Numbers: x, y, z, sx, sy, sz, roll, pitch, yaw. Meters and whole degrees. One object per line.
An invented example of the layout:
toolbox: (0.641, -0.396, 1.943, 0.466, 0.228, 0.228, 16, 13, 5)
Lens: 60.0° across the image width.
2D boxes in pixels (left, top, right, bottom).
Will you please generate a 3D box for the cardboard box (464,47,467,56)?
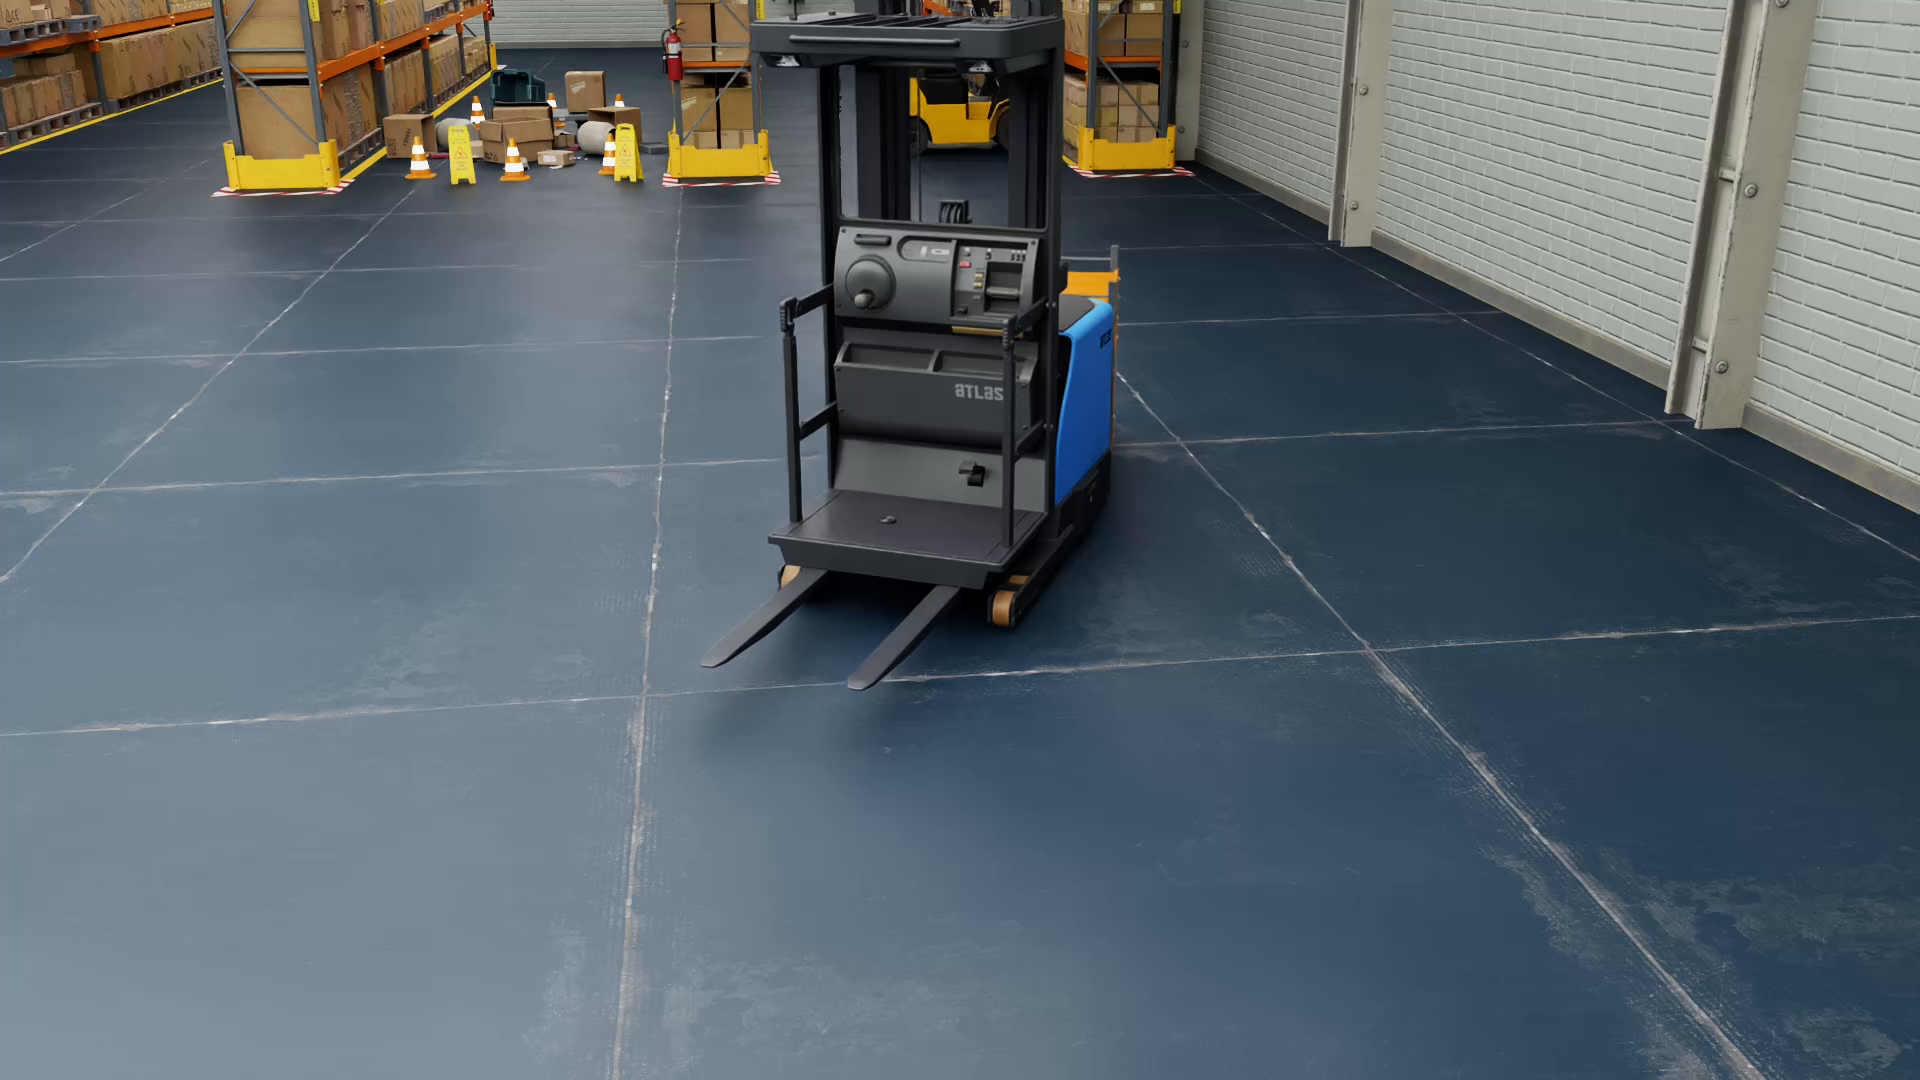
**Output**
cardboard box: (-9.304, -9.003, 30.657, 0.380, 0.149, 0.250, -2, 21, -5)

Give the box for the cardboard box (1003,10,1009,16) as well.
cardboard box: (0.938, -8.018, 25.610, 0.500, 0.250, 0.500, -2, 21, -6)

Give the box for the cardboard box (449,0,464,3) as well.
cardboard box: (-9.300, -10.005, 30.148, 0.500, 0.500, 0.500, -3, 21, -9)

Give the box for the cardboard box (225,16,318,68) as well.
cardboard box: (-7.846, -5.676, 18.912, 0.875, 0.550, 0.550, -3, 21, -8)

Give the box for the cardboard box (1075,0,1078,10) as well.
cardboard box: (1.652, -6.739, 20.902, 0.380, 0.149, 0.250, -3, 21, -8)

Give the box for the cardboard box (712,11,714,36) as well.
cardboard box: (-2.971, -6.837, 21.666, 0.500, 0.500, 0.500, -2, 21, -6)

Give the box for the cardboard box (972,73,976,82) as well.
cardboard box: (0.480, -8.302, 29.130, 0.500, 0.500, 0.500, -2, 21, -5)

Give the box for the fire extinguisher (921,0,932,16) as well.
fire extinguisher: (-0.738, -11.372, 35.021, 0.296, 0.674, 0.183, -3, 21, -8)

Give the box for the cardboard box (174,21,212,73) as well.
cardboard box: (-14.546, -9.165, 30.904, 0.875, 0.875, 0.875, -3, 21, -8)

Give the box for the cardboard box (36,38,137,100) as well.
cardboard box: (-13.903, -7.476, 26.381, 1.225, 0.875, 0.875, -4, 21, -10)

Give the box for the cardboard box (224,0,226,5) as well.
cardboard box: (-14.600, -10.580, 32.615, 0.380, 0.149, 0.250, -3, 21, -7)

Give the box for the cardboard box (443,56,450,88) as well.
cardboard box: (-8.905, -7.884, 28.012, 0.500, 0.500, 0.500, -3, 21, -9)

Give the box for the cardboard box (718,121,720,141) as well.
cardboard box: (-2.864, -5.332, 21.534, 0.500, 0.250, 0.500, -2, 21, -4)

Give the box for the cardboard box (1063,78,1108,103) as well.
cardboard box: (1.593, -5.713, 21.126, 0.500, 0.250, 0.500, -3, 21, -7)

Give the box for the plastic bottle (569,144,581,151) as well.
plastic bottle: (-5.111, -5.231, 22.135, 0.133, 0.061, 0.283, 1, 20, 2)

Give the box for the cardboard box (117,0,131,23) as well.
cardboard box: (-13.779, -8.619, 26.863, 0.500, 0.500, 0.500, -3, 21, -9)

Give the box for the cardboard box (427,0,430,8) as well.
cardboard box: (-8.884, -8.773, 27.178, 0.380, 0.149, 0.250, -2, 21, -5)

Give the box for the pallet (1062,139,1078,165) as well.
pallet: (1.895, -4.972, 21.228, 1.003, 0.211, 1.213, -3, 21, -8)

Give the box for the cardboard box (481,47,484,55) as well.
cardboard box: (-9.619, -9.672, 32.874, 0.380, 0.149, 0.250, -4, 21, -10)

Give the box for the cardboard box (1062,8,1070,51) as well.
cardboard box: (1.576, -6.578, 21.397, 0.500, 0.500, 0.500, -3, 21, -9)

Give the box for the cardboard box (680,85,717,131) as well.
cardboard box: (-3.238, -5.289, 20.347, 0.500, 0.500, 0.500, -3, 21, -7)

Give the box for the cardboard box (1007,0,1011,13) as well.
cardboard box: (0.997, -8.077, 25.055, 0.500, 0.250, 0.500, -3, 21, -7)

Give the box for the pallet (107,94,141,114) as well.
pallet: (-13.863, -7.005, 26.670, 1.003, 0.211, 1.213, -3, 21, -8)

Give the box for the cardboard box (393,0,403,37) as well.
cardboard box: (-8.277, -7.455, 23.747, 0.500, 0.500, 0.500, -3, 21, -8)

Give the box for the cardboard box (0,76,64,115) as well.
cardboard box: (-13.527, -6.451, 24.145, 0.700, 0.500, 0.500, -1, 21, -3)

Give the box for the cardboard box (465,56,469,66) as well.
cardboard box: (-9.214, -8.777, 30.477, 0.380, 0.149, 0.250, -2, 21, -5)

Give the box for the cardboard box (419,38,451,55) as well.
cardboard box: (-8.969, -8.405, 28.335, 0.500, 0.250, 0.500, -4, 21, -10)

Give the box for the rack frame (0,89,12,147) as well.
rack frame: (-13.247, -6.650, 21.733, 1.000, 3.000, 0.127, -3, 21, -8)

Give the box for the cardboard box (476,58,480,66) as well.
cardboard box: (-9.515, -9.264, 32.206, 0.380, 0.149, 0.250, -3, 21, -7)

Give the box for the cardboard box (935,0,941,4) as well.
cardboard box: (-0.289, -10.772, 33.129, 0.380, 0.149, 0.250, -2, 21, -7)

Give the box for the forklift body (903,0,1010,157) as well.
forklift body: (-0.032, -6.183, 21.697, 2.313, 2.155, 1.214, -3, 21, -8)

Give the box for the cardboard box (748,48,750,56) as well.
cardboard box: (-2.717, -5.957, 20.239, 0.380, 0.149, 0.250, -4, 21, -9)

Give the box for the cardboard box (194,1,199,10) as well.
cardboard box: (-14.301, -9.870, 30.713, 0.380, 0.149, 0.250, -3, 21, -7)

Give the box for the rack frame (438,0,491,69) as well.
rack frame: (-10.055, -11.019, 33.433, 1.000, 3.000, 0.127, -3, 21, -8)

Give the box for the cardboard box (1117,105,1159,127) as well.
cardboard box: (2.185, -5.332, 20.821, 0.500, 0.250, 0.500, -3, 21, -7)

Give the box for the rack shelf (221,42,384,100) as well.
rack shelf: (-8.036, -5.835, 20.581, 1.077, 0.370, 4.000, -3, 21, -8)

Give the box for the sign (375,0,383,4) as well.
sign: (-7.776, -7.336, 22.220, 0.100, 0.325, 0.005, -3, 21, -8)

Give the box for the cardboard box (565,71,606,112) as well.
cardboard box: (-5.198, -6.233, 23.107, 0.500, 0.500, 0.500, -3, 21, -8)

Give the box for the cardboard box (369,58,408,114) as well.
cardboard box: (-8.638, -6.552, 24.087, 1.050, 0.750, 0.750, -3, 21, -8)

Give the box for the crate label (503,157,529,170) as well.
crate label: (-5.427, -4.603, 20.343, 0.250, 0.136, 0.298, -15, 25, -35)

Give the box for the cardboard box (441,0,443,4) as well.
cardboard box: (-9.117, -9.323, 28.649, 0.380, 0.149, 0.250, -4, 21, -11)

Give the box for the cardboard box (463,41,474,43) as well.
cardboard box: (-9.588, -9.536, 32.084, 0.380, 0.149, 0.250, -4, 21, -10)

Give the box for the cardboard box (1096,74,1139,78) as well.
cardboard box: (2.028, -5.916, 21.668, 0.500, 0.250, 0.500, -3, 21, -8)

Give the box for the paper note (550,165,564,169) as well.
paper note: (-4.970, -4.600, 20.490, 0.148, 0.019, 0.142, -11, 23, -26)

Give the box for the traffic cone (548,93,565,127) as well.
traffic cone: (-6.036, -6.370, 24.609, 0.336, 0.463, 0.334, -3, 21, -8)

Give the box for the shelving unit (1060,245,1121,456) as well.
shelving unit: (0.608, -0.988, 9.254, 0.538, 1.125, 1.048, 2, 21, 5)

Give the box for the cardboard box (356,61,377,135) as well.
cardboard box: (-8.303, -5.845, 22.014, 0.875, 0.875, 0.875, -3, 21, -7)

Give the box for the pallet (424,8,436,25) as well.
pallet: (-9.109, -8.401, 26.696, 1.213, 0.211, 1.003, -3, 21, -8)

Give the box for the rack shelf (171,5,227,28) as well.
rack shelf: (-14.689, -9.775, 31.129, 1.077, 0.370, 4.000, -3, 21, -8)

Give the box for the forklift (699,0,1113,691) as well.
forklift: (-0.178, -1.152, 7.111, 1.130, 2.935, 3.031, 7, 22, 18)

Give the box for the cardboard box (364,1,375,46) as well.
cardboard box: (-8.260, -6.808, 21.942, 0.875, 0.550, 0.550, -3, 21, -8)

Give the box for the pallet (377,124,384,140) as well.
pallet: (-8.510, -5.822, 23.502, 1.003, 0.211, 1.213, -3, 21, -8)
